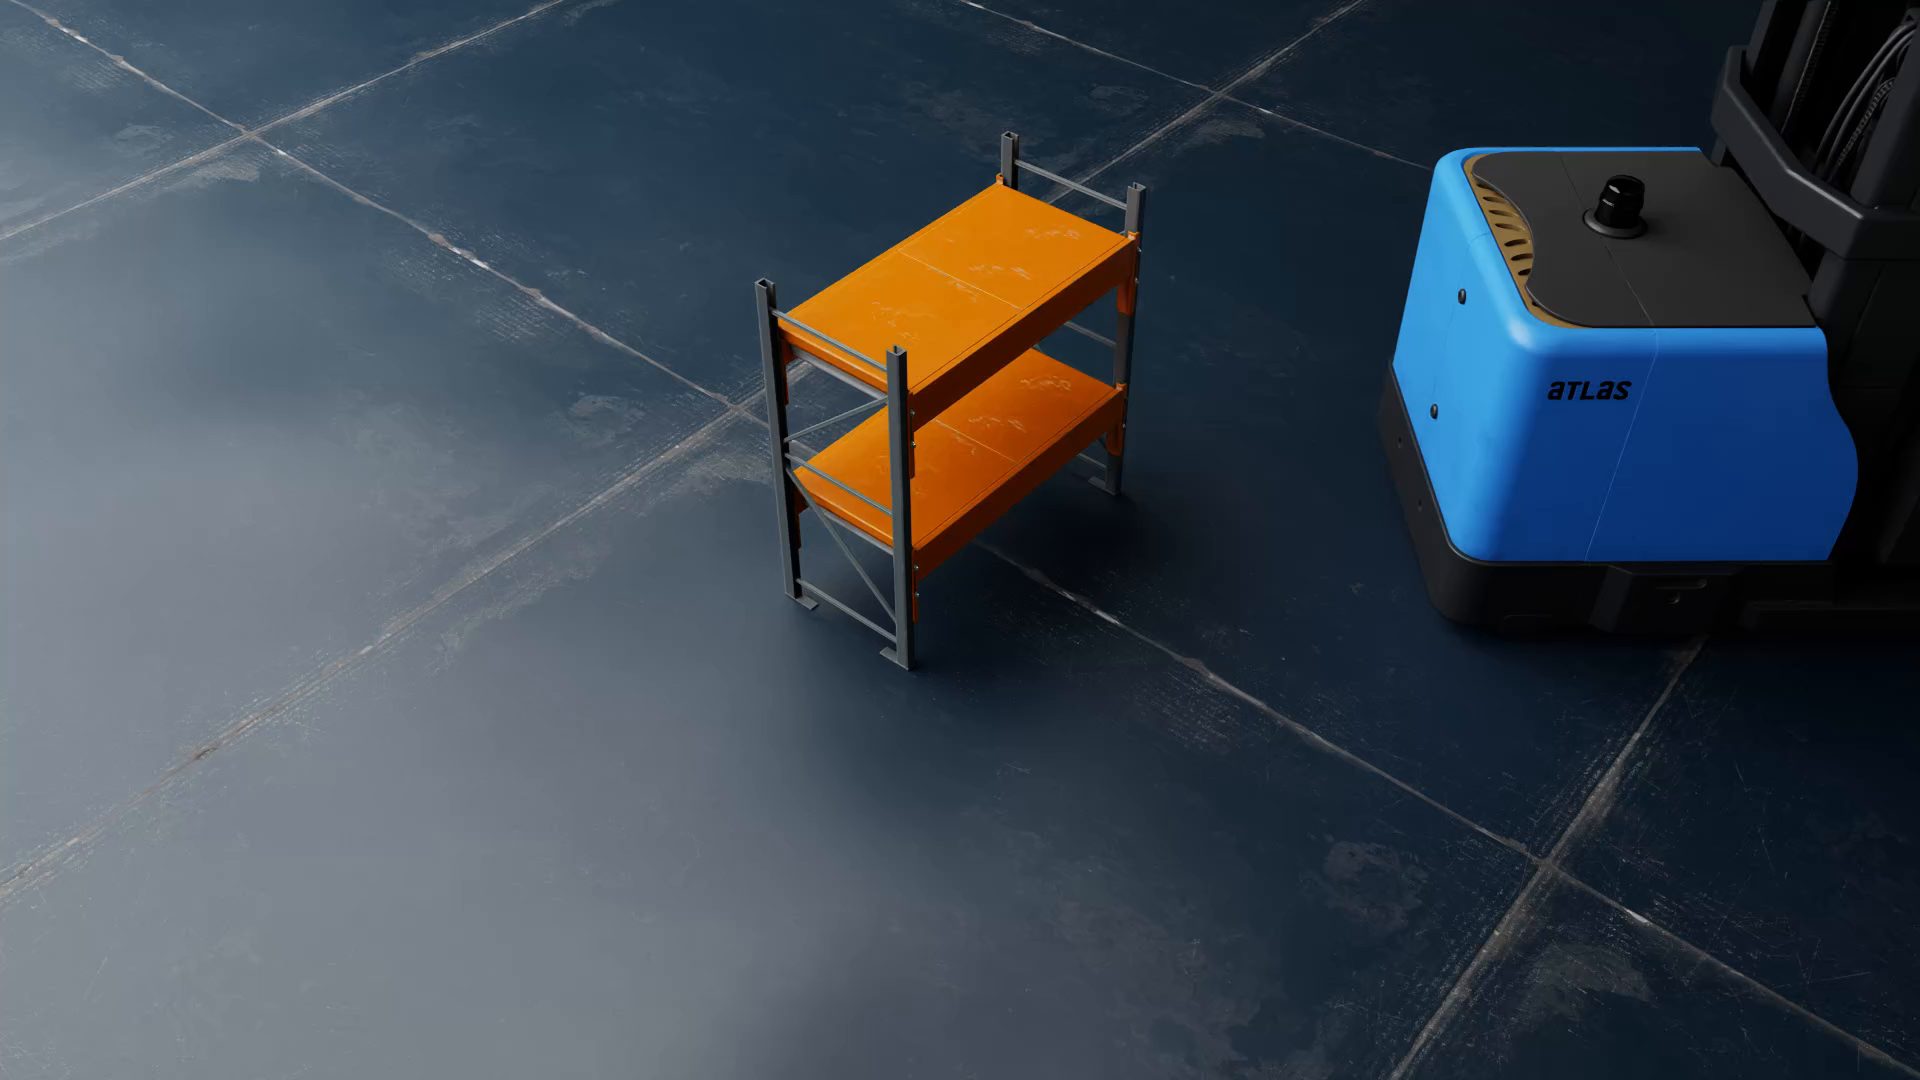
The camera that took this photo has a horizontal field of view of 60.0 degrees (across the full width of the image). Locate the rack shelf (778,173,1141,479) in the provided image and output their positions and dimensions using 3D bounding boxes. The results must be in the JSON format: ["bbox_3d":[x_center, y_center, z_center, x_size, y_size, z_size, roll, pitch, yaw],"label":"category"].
[{"bbox_3d":[-0.004,-0.629,4.671,0.538,0.278,1.000,29,50,28],"label":"rack shelf"}]

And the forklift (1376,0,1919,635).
[{"bbox_3d":[2.913,-1.142,4.327,3.031,2.935,1.130,0,42,0],"label":"forklift"}]

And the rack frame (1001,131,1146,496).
[{"bbox_3d":[0.323,-0.674,5.156,0.500,1.125,0.032,29,50,28],"label":"rack frame"}]

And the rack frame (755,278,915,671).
[{"bbox_3d":[-0.331,-0.151,4.580,0.500,1.125,0.032,29,50,28],"label":"rack frame"}]

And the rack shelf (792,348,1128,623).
[{"bbox_3d":[-0.004,-0.232,5.032,0.538,0.278,1.000,29,50,28],"label":"rack shelf"}]

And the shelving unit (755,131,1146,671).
[{"bbox_3d":[-0.004,-0.413,4.868,0.538,1.125,1.048,29,50,28],"label":"shelving unit"}]
